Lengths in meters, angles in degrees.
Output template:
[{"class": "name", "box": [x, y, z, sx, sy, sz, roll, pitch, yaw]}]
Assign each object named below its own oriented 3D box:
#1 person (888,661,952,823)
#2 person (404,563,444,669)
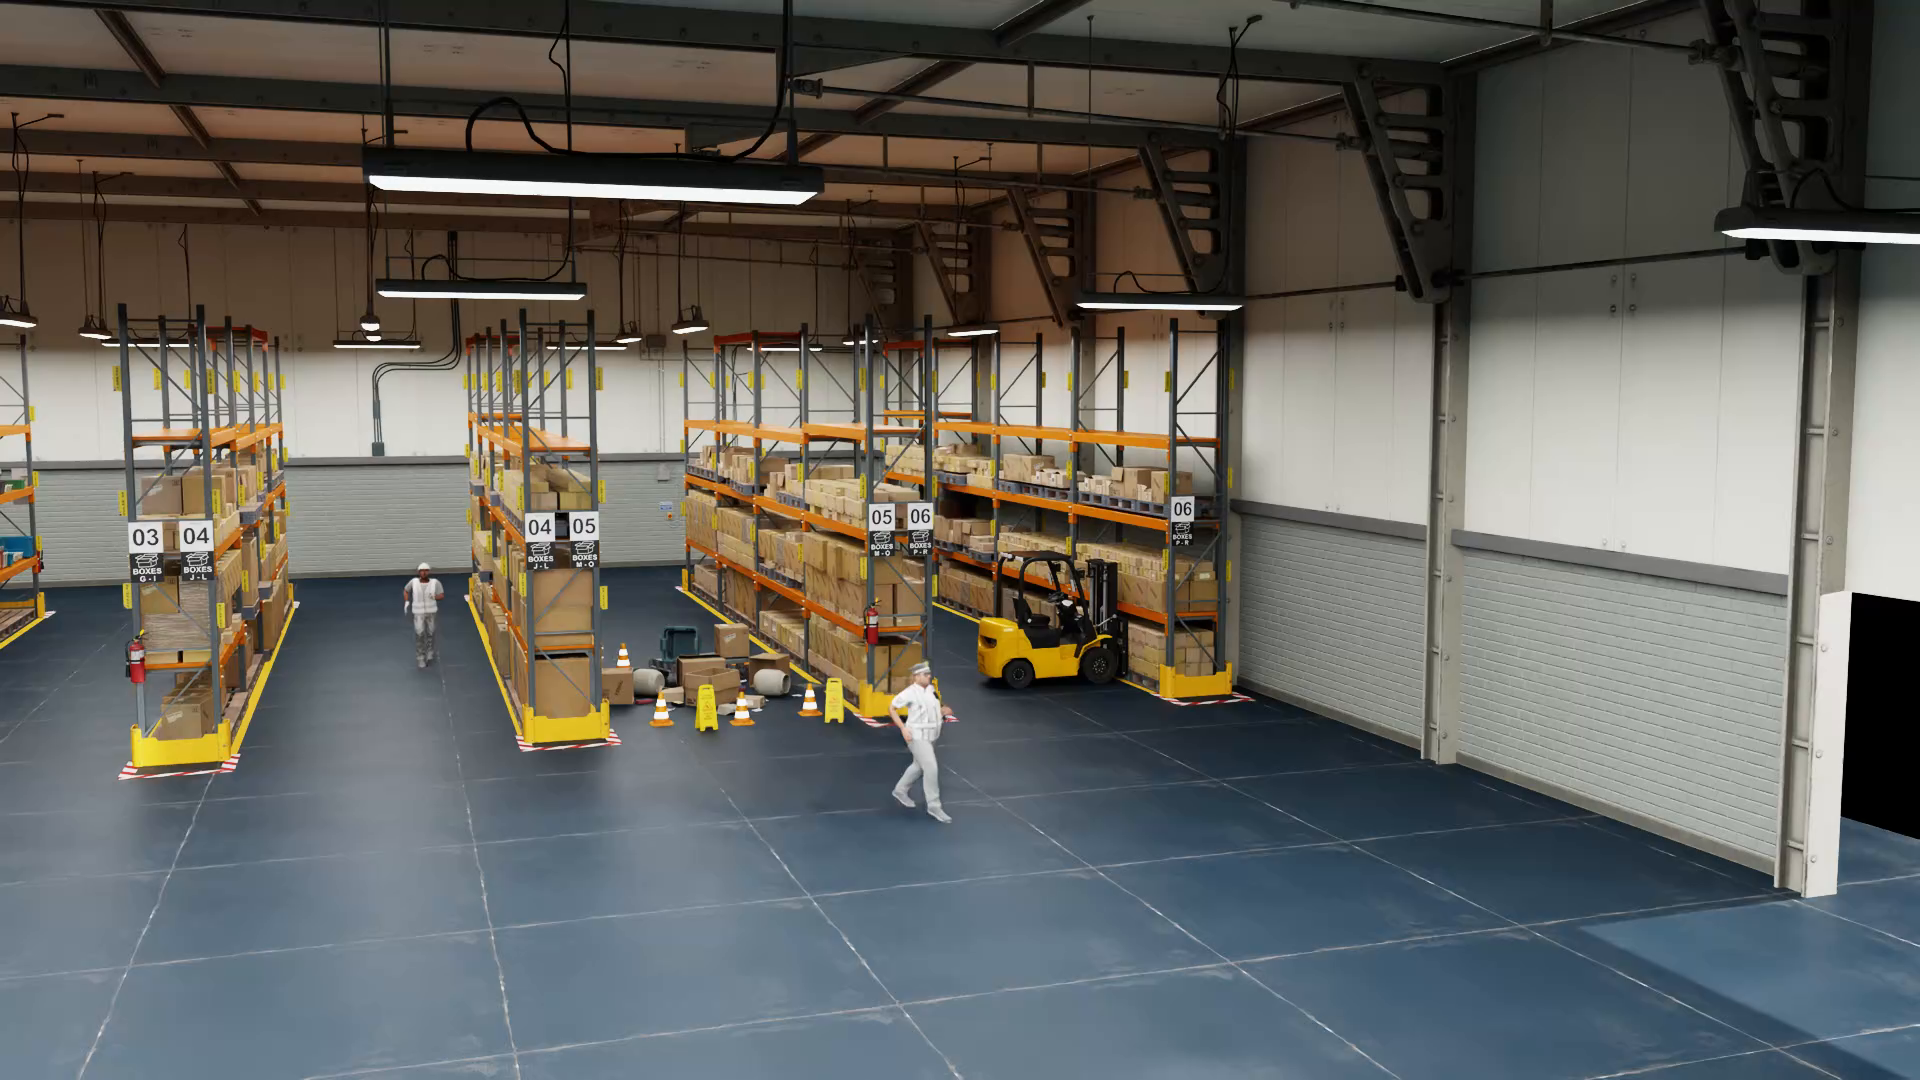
[{"class": "person", "box": [-0.431, 2.296, 19.168, 0.852, 1.826, 0.648, 3, 6, 28]}, {"class": "person", "box": [-9.461, 1.324, 29.394, 0.666, 1.844, 0.774, -2, 6, -23]}]
